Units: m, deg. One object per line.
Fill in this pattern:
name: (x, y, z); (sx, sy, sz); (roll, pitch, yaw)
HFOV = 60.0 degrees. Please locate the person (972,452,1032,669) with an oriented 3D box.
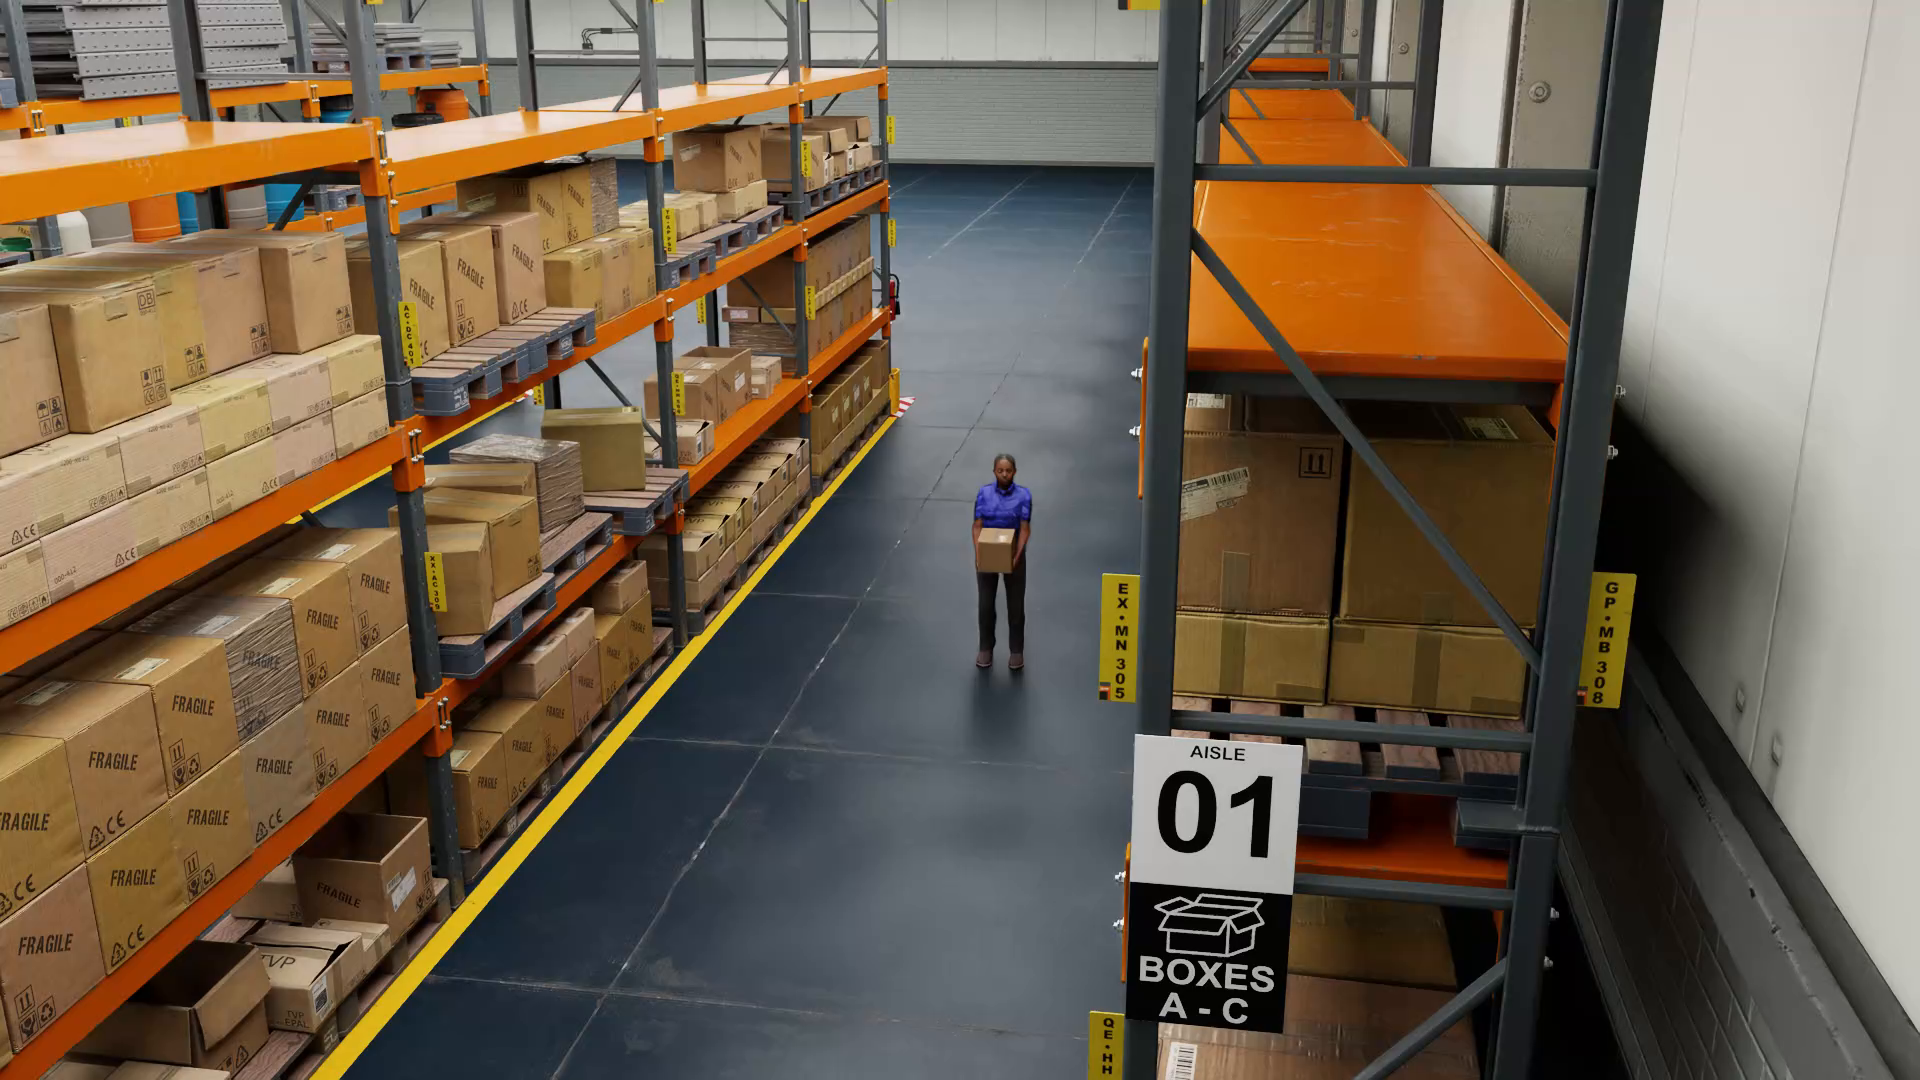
person: (0.302, 0.179, 12.527); (0.445, 1.656, 0.502); (3, 18, 9)
